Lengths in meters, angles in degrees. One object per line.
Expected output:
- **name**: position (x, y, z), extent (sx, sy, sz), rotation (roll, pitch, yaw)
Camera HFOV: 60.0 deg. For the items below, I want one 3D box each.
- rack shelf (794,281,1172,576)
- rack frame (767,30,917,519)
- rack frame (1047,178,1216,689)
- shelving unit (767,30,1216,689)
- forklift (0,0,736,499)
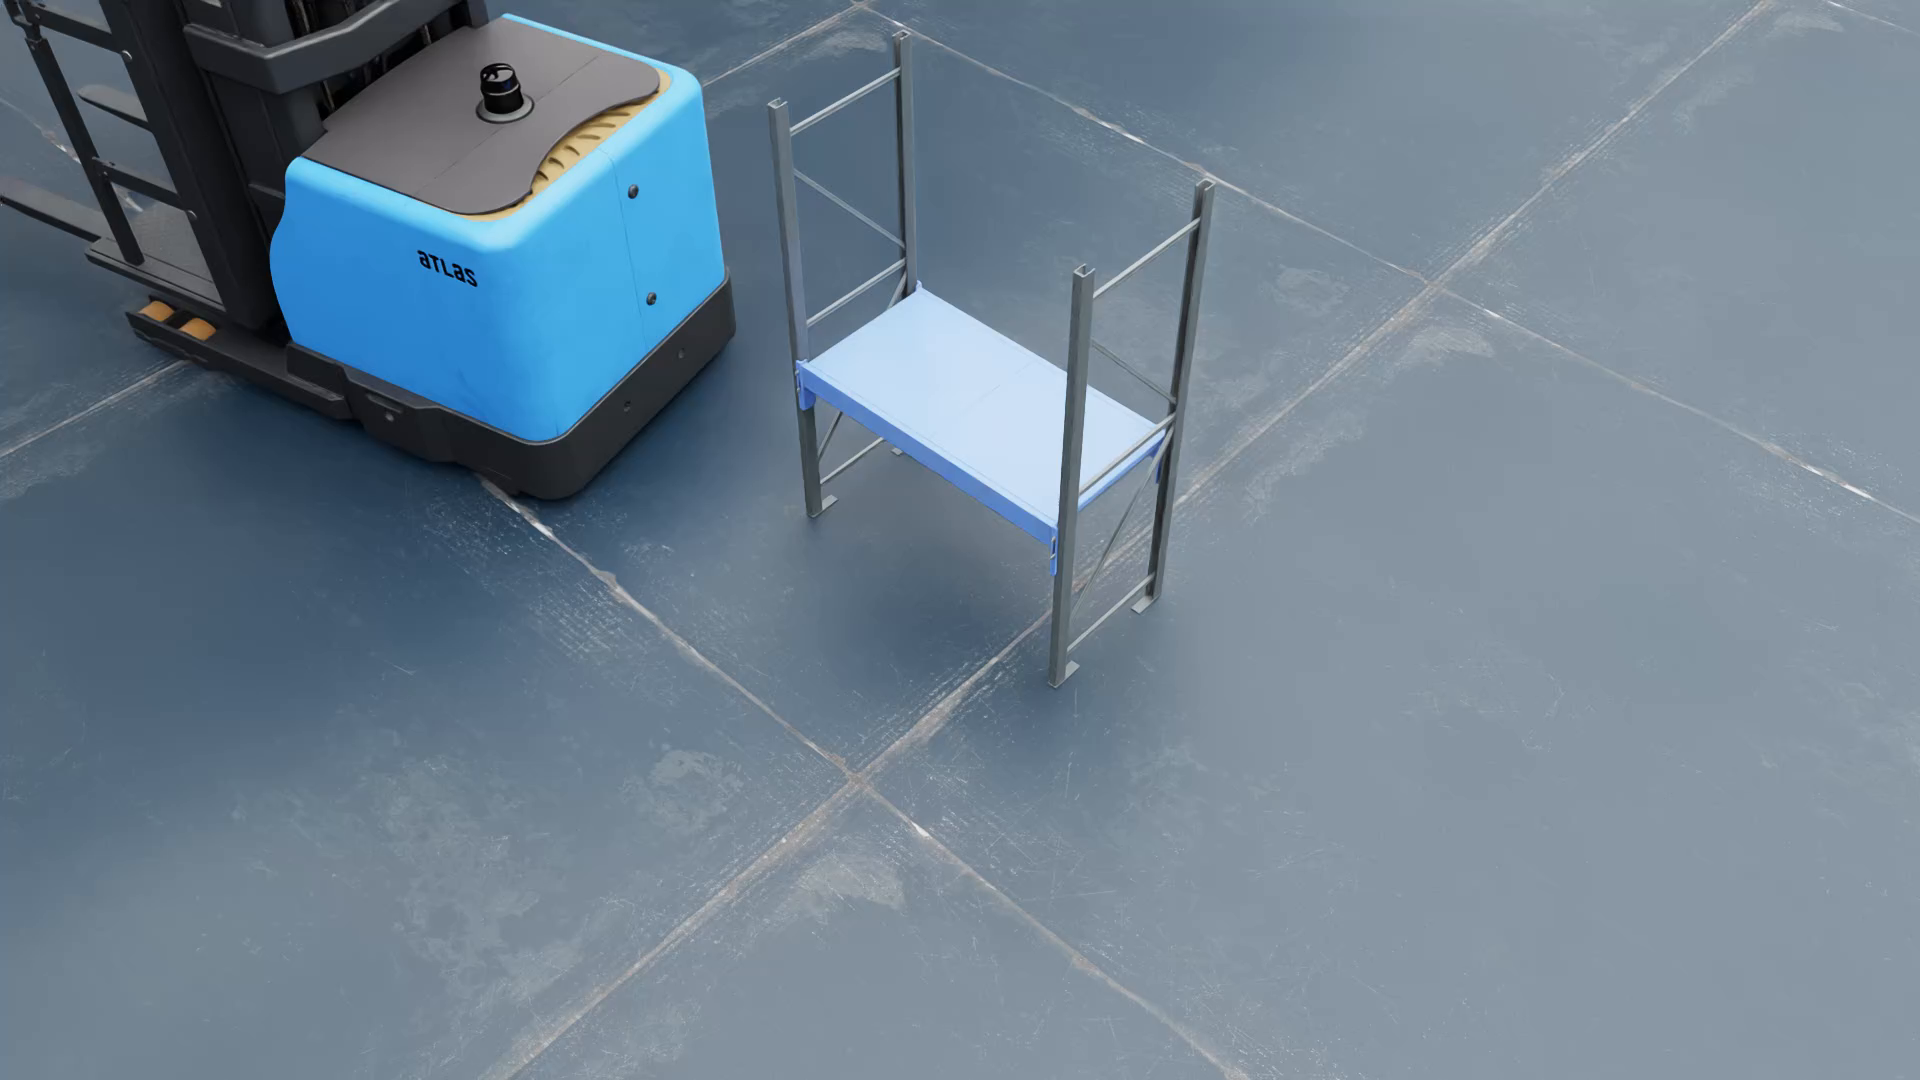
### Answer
- **rack shelf**: position (0.063, -0.348, 4.795), extent (1.000, 0.185, 0.538), rotation (34, 55, 28)
- **rack frame**: position (-0.311, -0.723, 4.900), extent (0.032, 1.500, 0.500), rotation (34, 55, 28)
- **rack frame**: position (0.436, -0.220, 4.428), extent (0.032, 1.500, 0.500), rotation (34, 55, 28)
- **shelving unit**: position (0.063, -0.471, 4.664), extent (1.048, 1.500, 0.538), rotation (34, 55, 28)
- **forklift**: position (-2.327, -1.924, 5.046), extent (3.031, 2.935, 1.130), rotation (22, 51, 19)
